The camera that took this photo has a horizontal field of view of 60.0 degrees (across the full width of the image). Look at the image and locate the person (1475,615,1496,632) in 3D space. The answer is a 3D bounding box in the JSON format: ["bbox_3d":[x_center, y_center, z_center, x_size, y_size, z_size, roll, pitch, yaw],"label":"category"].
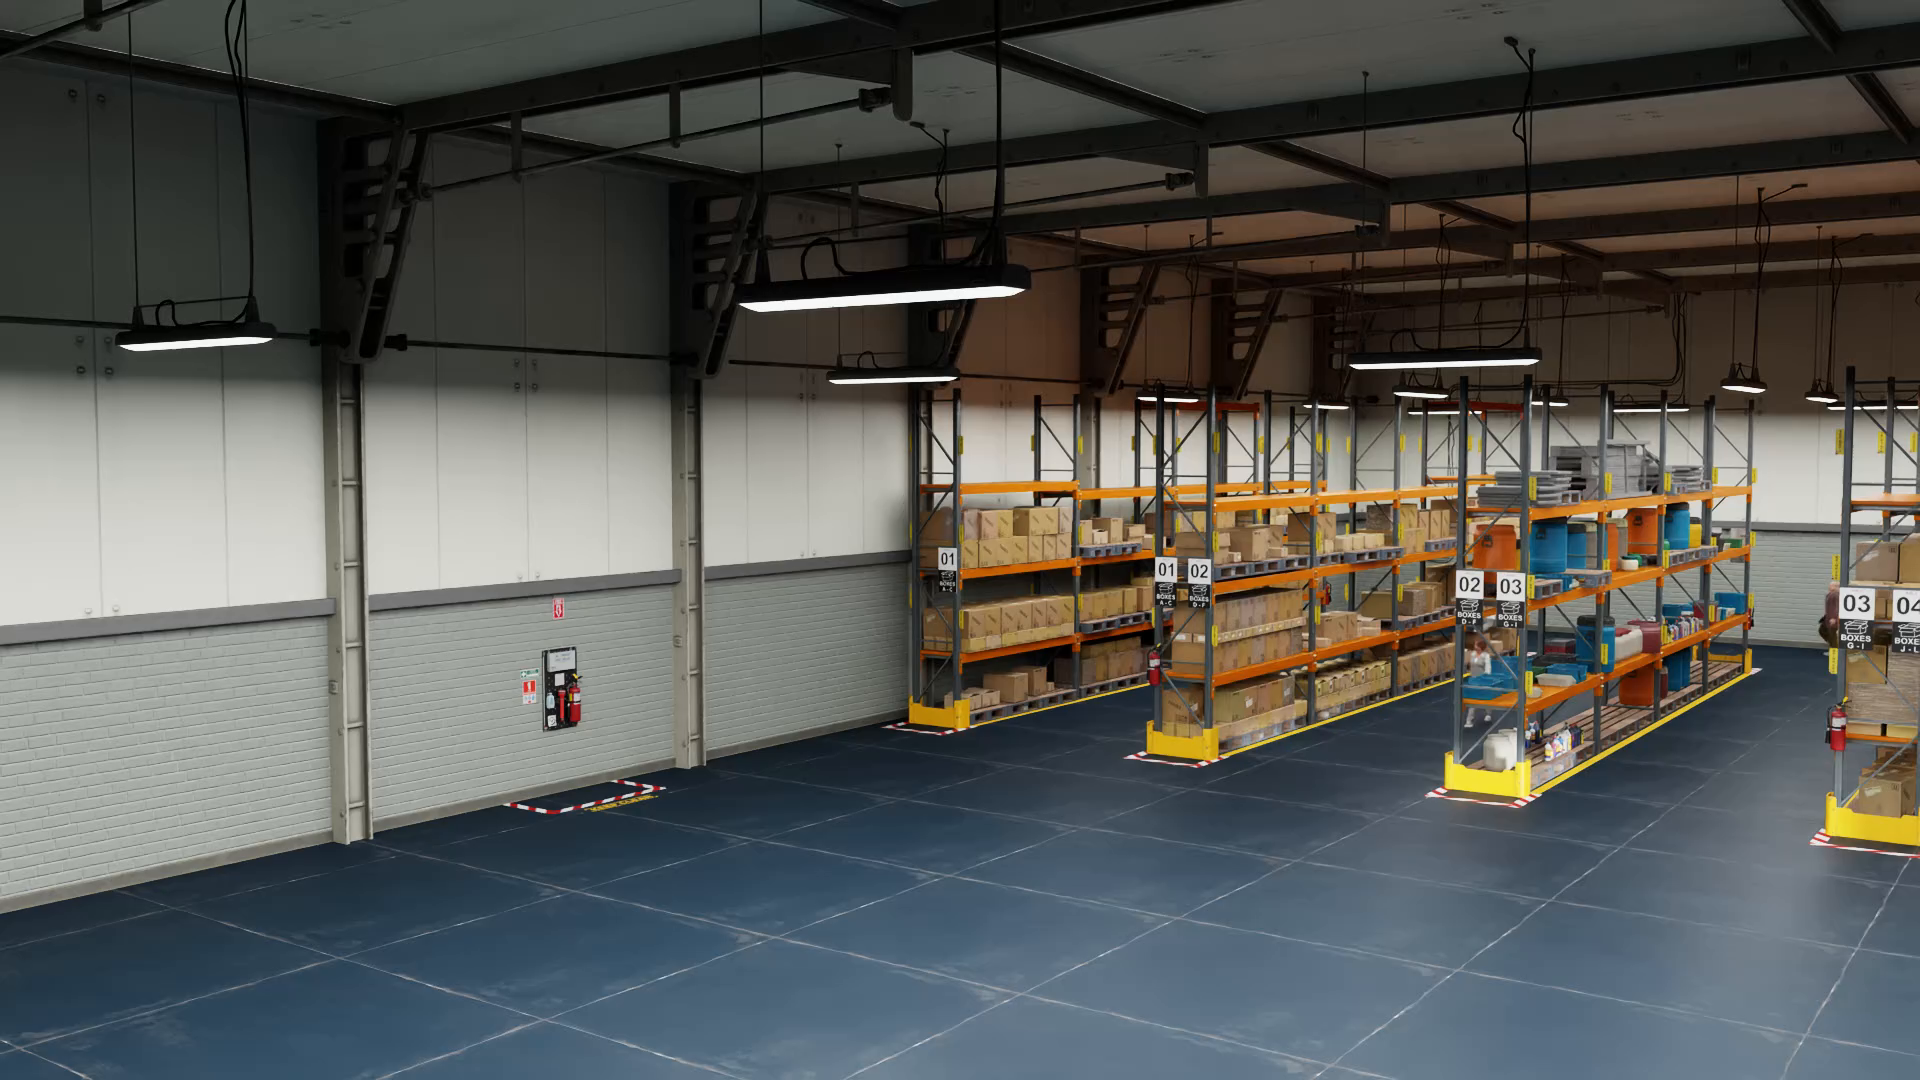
[{"bbox_3d":[13.245,1.745,41.480,0.644,1.767,0.754,-2,4,-35],"label":"person"}]

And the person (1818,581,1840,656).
[{"bbox_3d":[20.595,1.861,39.311,0.507,1.795,0.627,1,3,13],"label":"person"}]

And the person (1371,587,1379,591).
[{"bbox_3d":[9.794,1.925,39.453,0.445,1.650,0.518,-1,3,-10],"label":"person"}]

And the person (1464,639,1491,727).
[{"bbox_3d":[9.227,2.524,29.521,0.392,1.539,0.972,2,4,34],"label":"person"}]
